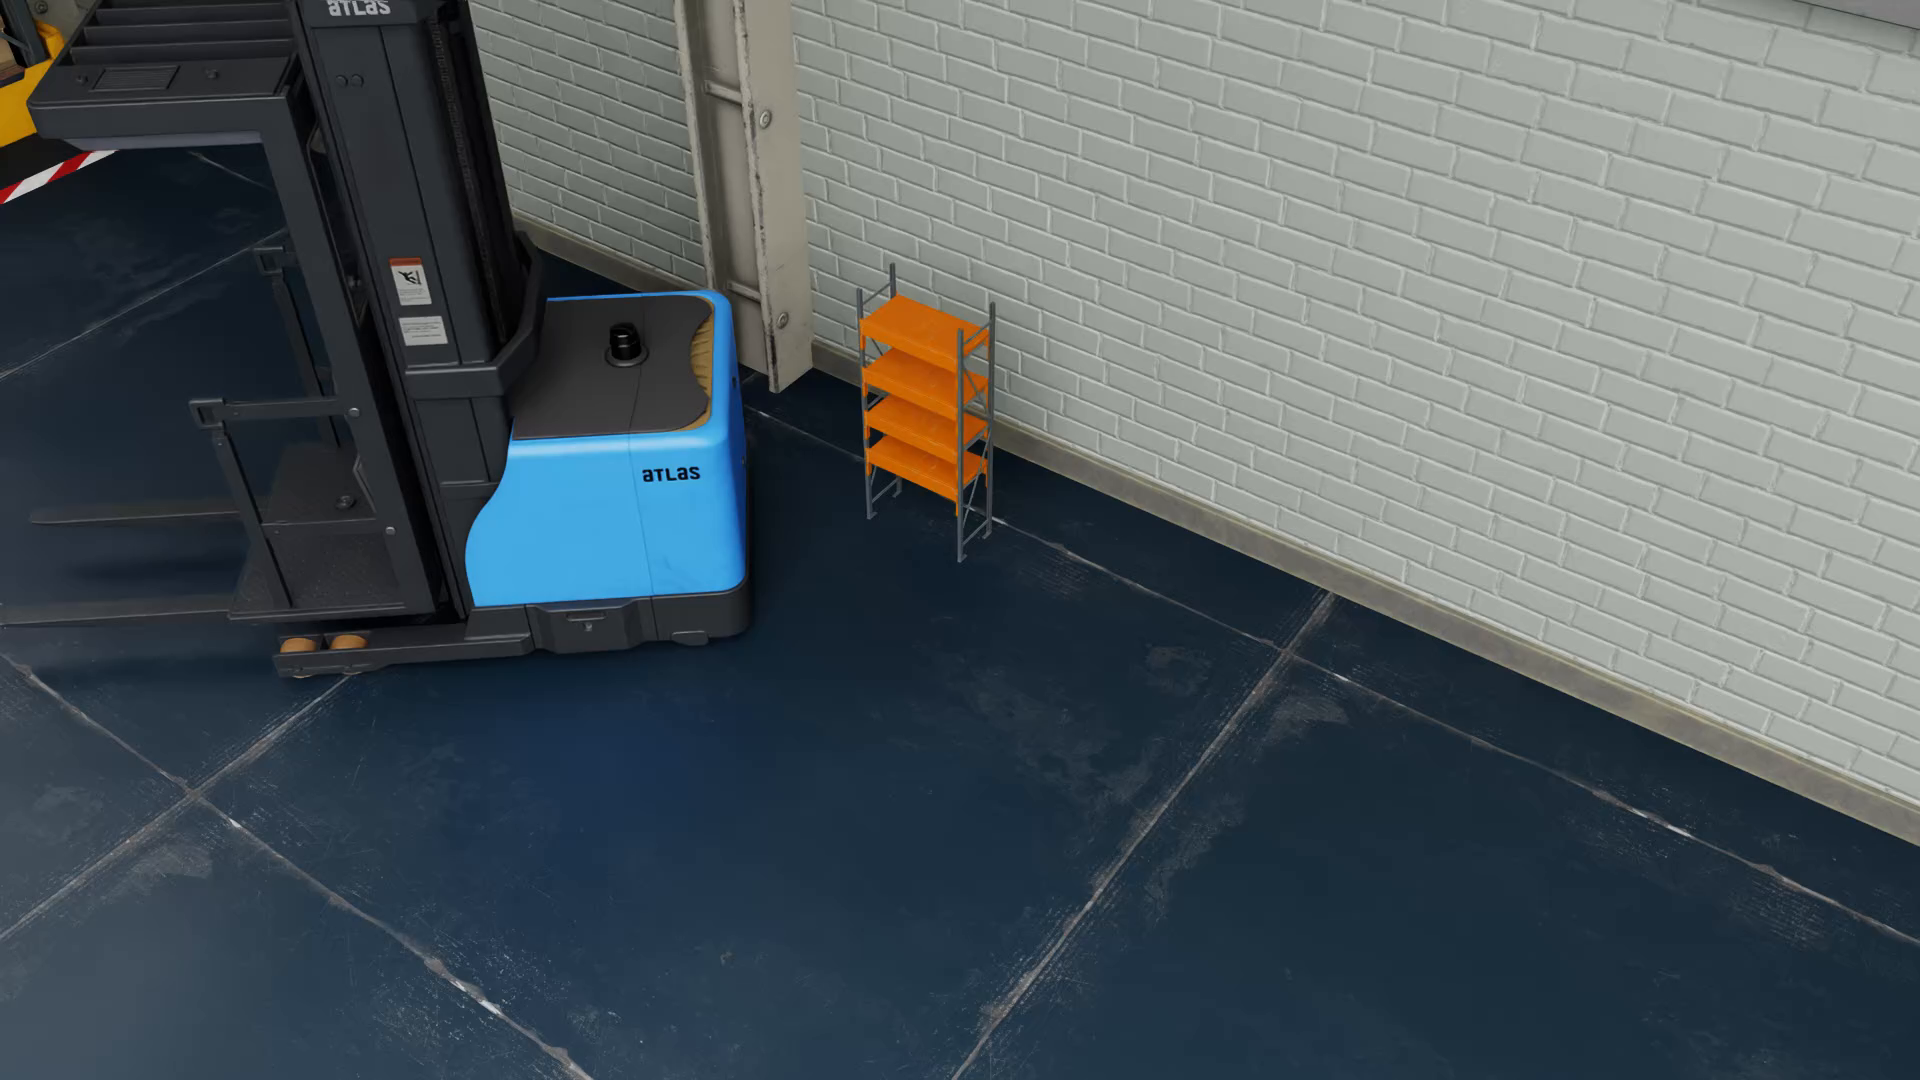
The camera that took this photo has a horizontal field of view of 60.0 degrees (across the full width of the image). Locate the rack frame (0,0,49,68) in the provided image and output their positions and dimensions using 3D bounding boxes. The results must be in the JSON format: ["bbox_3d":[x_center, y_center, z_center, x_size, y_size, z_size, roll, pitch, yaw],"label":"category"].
[{"bbox_3d":[-5.817,-3.523,8.938,0.127,3.000,1.000,25,48,25],"label":"rack frame"}]

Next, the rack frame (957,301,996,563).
[{"bbox_3d":[0.064,-0.417,6.816,0.015,1.200,0.240,25,48,25],"label":"rack frame"}]

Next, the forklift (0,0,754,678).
[{"bbox_3d":[-2.390,-0.912,6.072,3.031,2.935,1.130,-3,42,-4],"label":"forklift"}]

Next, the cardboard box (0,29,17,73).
[{"bbox_3d":[-6.107,-2.950,10.044,0.500,0.250,0.500,25,48,25],"label":"cardboard box"}]

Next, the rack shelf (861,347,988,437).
[{"bbox_3d":[-0.136,-0.627,6.816,0.480,0.148,0.258,25,48,25],"label":"rack shelf"}]

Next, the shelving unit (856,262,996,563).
[{"bbox_3d":[-0.136,-0.511,6.921,0.503,1.200,0.258,25,48,25],"label":"shelving unit"}]

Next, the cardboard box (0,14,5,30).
[{"bbox_3d":[-6.083,-3.134,9.876,0.500,0.250,0.500,26,48,26],"label":"cardboard box"}]

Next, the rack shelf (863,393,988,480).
[{"bbox_3d":[-0.136,-0.460,6.966,0.480,0.148,0.258,25,48,25],"label":"rack shelf"}]

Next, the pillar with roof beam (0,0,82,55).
[{"bbox_3d":[-8.342,-4.167,5.158,0.400,9.000,9.100,25,48,25],"label":"pillar with roof beam"}]

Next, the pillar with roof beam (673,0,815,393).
[{"bbox_3d":[-3.429,-1.870,2.591,0.400,9.000,9.100,25,48,25],"label":"pillar with roof beam"}]

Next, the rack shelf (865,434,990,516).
[{"bbox_3d":[-0.136,-0.312,7.098,0.480,0.148,0.258,25,48,25],"label":"rack shelf"}]

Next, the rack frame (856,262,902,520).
[{"bbox_3d":[-0.335,-0.604,7.025,0.015,1.200,0.240,25,48,25],"label":"rack frame"}]

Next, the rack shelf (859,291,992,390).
[{"bbox_3d":[-0.136,-0.803,6.659,0.480,0.148,0.258,25,48,25],"label":"rack shelf"}]

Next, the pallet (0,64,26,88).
[{"bbox_3d":[-6.467,-2.754,10.169,1.213,0.211,1.003,25,48,25],"label":"pallet"}]

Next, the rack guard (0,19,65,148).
[{"bbox_3d":[-5.797,-2.582,9.761,0.348,0.500,1.175,25,48,25],"label":"rack guard"}]
